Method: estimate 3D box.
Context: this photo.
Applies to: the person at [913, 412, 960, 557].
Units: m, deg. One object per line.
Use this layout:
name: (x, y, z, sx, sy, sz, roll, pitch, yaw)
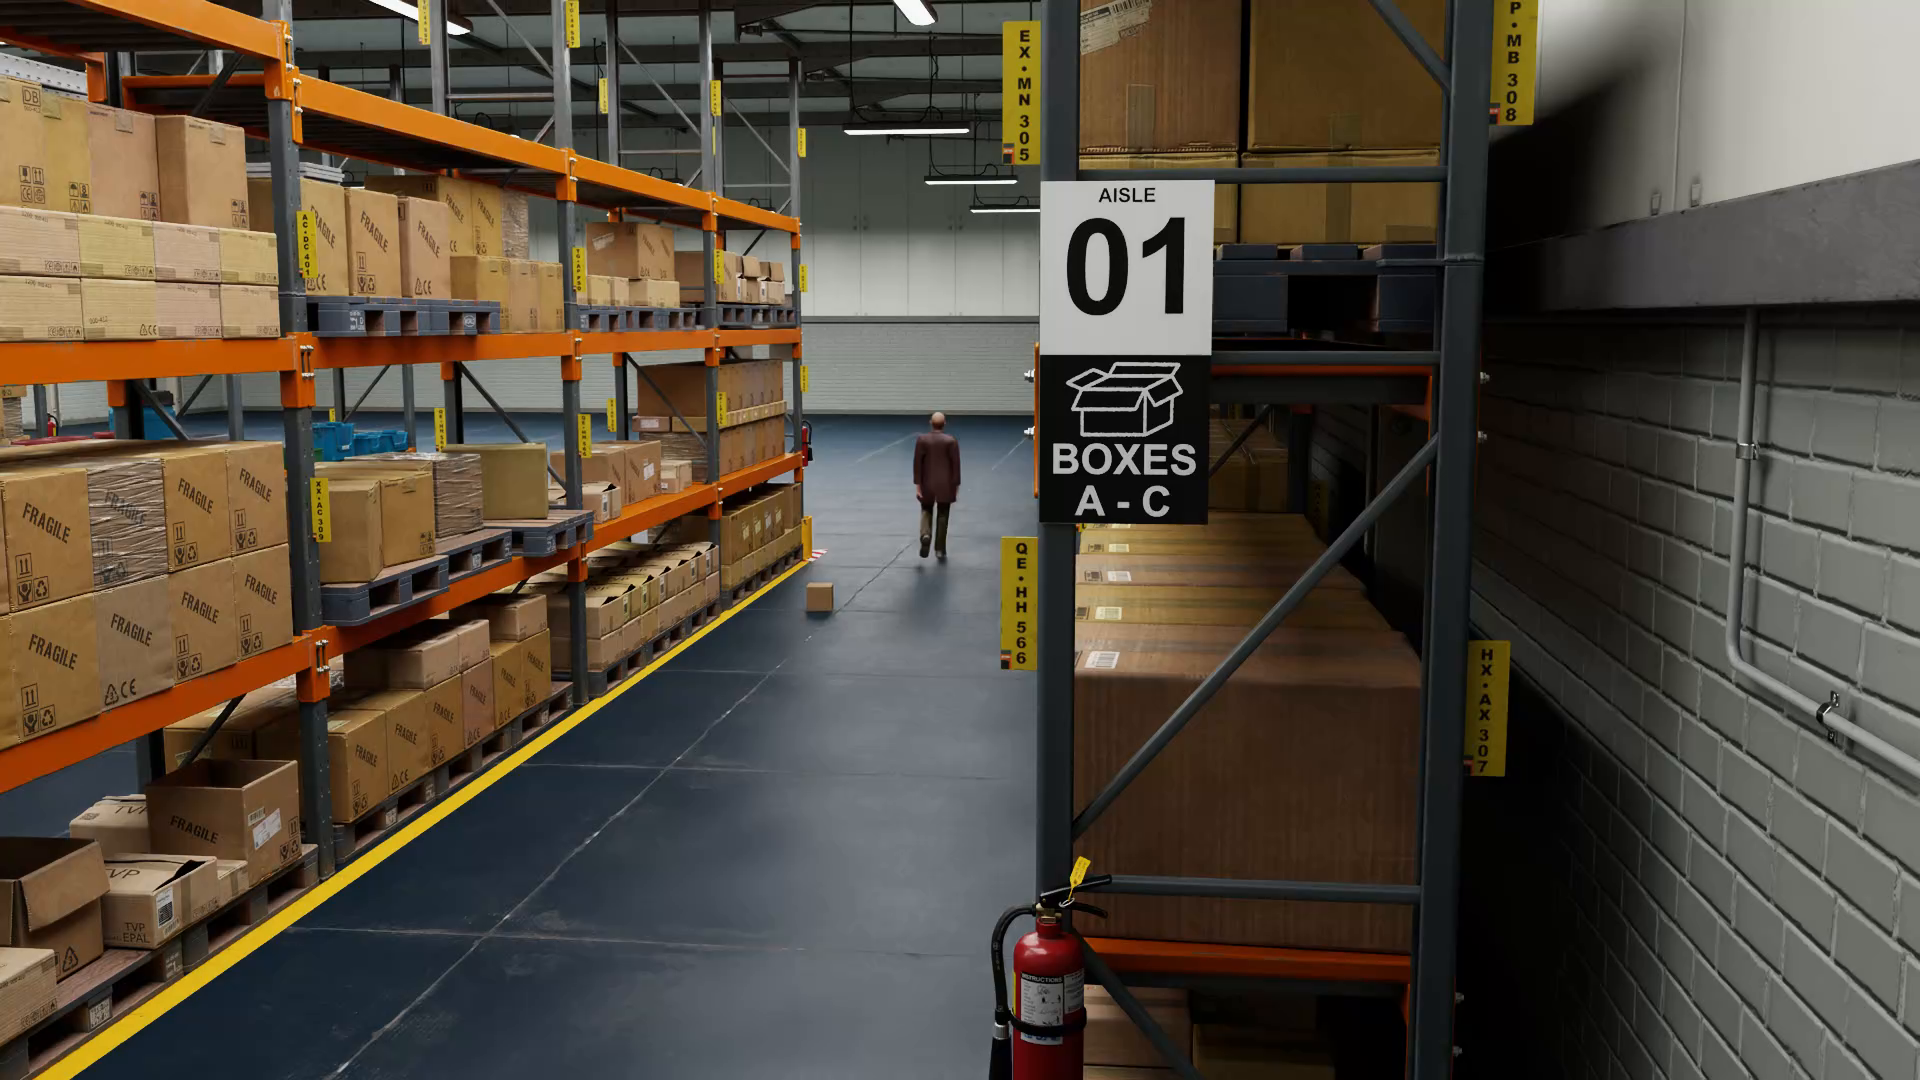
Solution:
person: (-0.275, -0.674, 20.371, 0.569, 1.791, 0.503, 1, 7, 7)
